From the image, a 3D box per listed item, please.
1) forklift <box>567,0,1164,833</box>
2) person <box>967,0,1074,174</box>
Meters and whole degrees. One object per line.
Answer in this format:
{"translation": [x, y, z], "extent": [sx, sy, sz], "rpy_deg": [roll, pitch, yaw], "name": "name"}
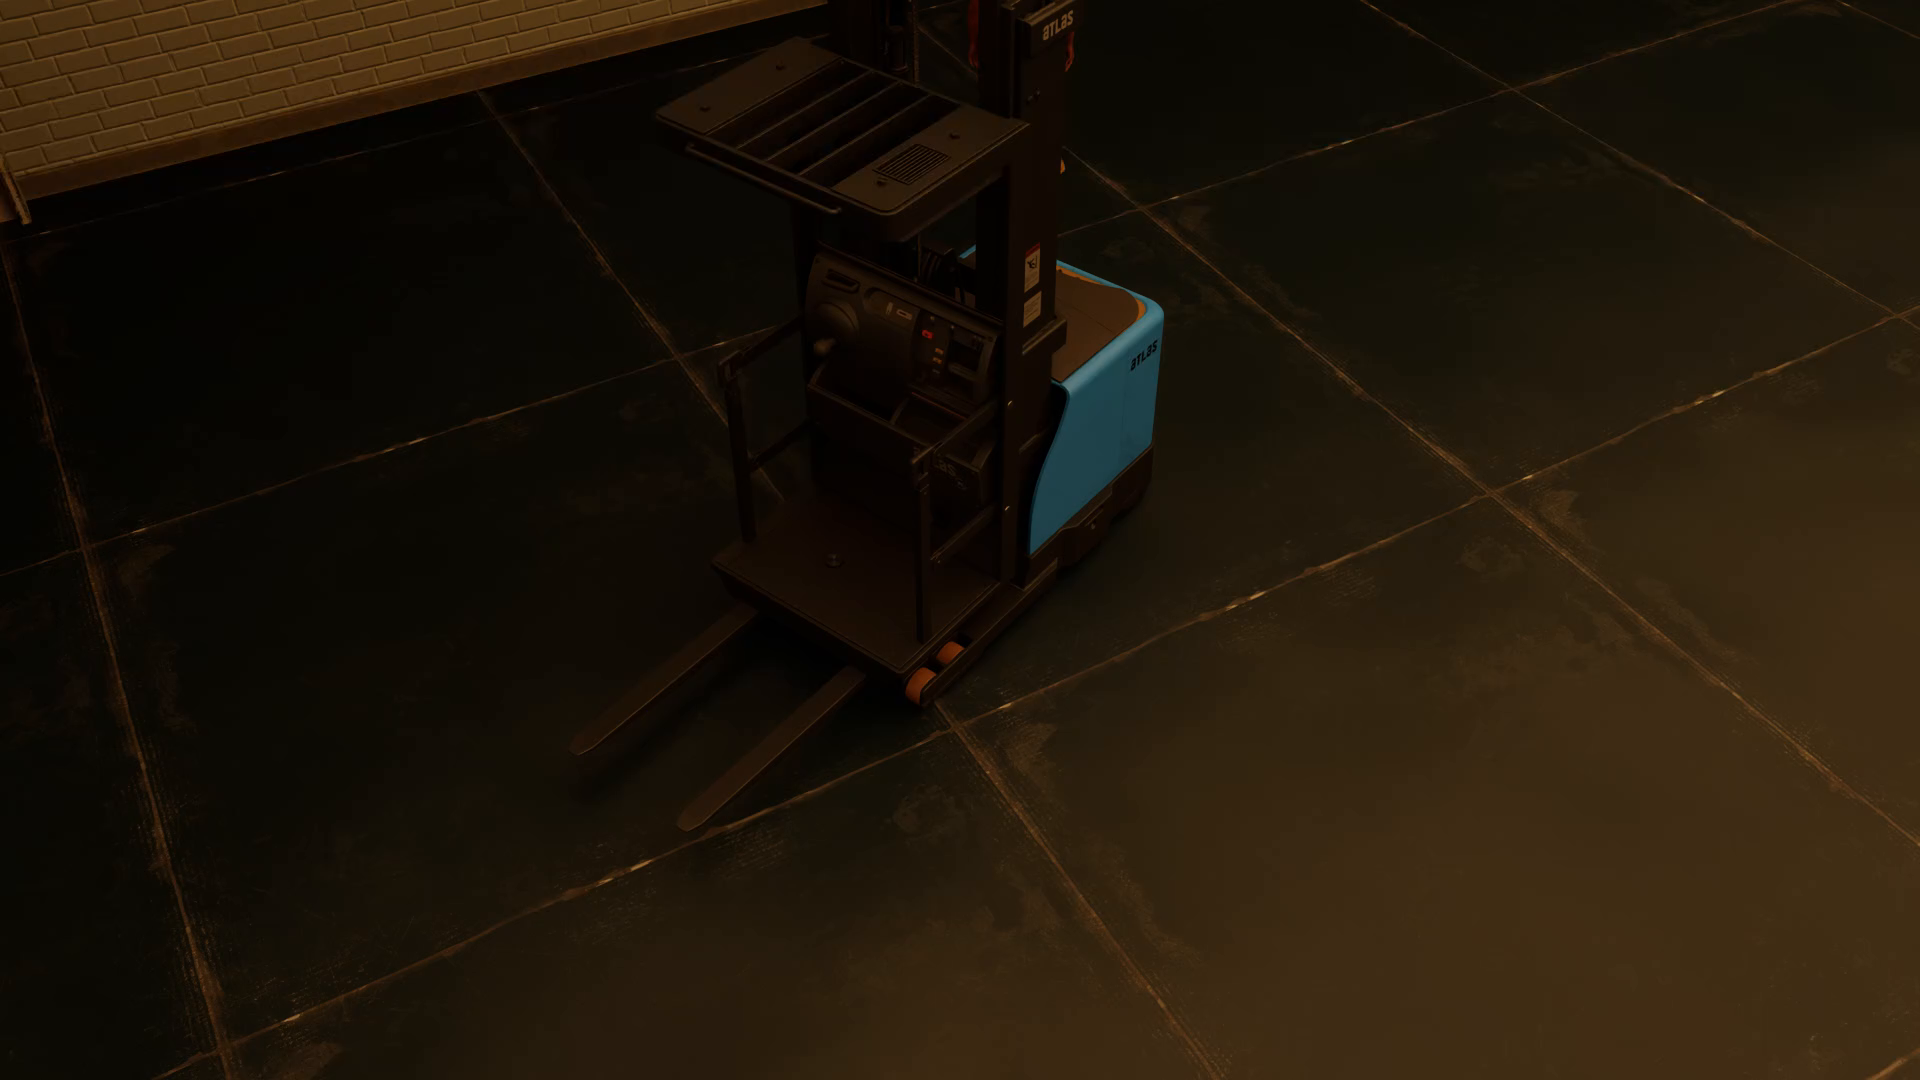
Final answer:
{"translation": [-0.375, -0.749, 6.505], "extent": [1.130, 2.935, 3.031], "rpy_deg": [28, 50, 27], "name": "forklift"}
{"translation": [0.355, -2.895, 9.684], "extent": [0.626, 1.759, 0.463], "rpy_deg": [4, 43, 4], "name": "person"}
